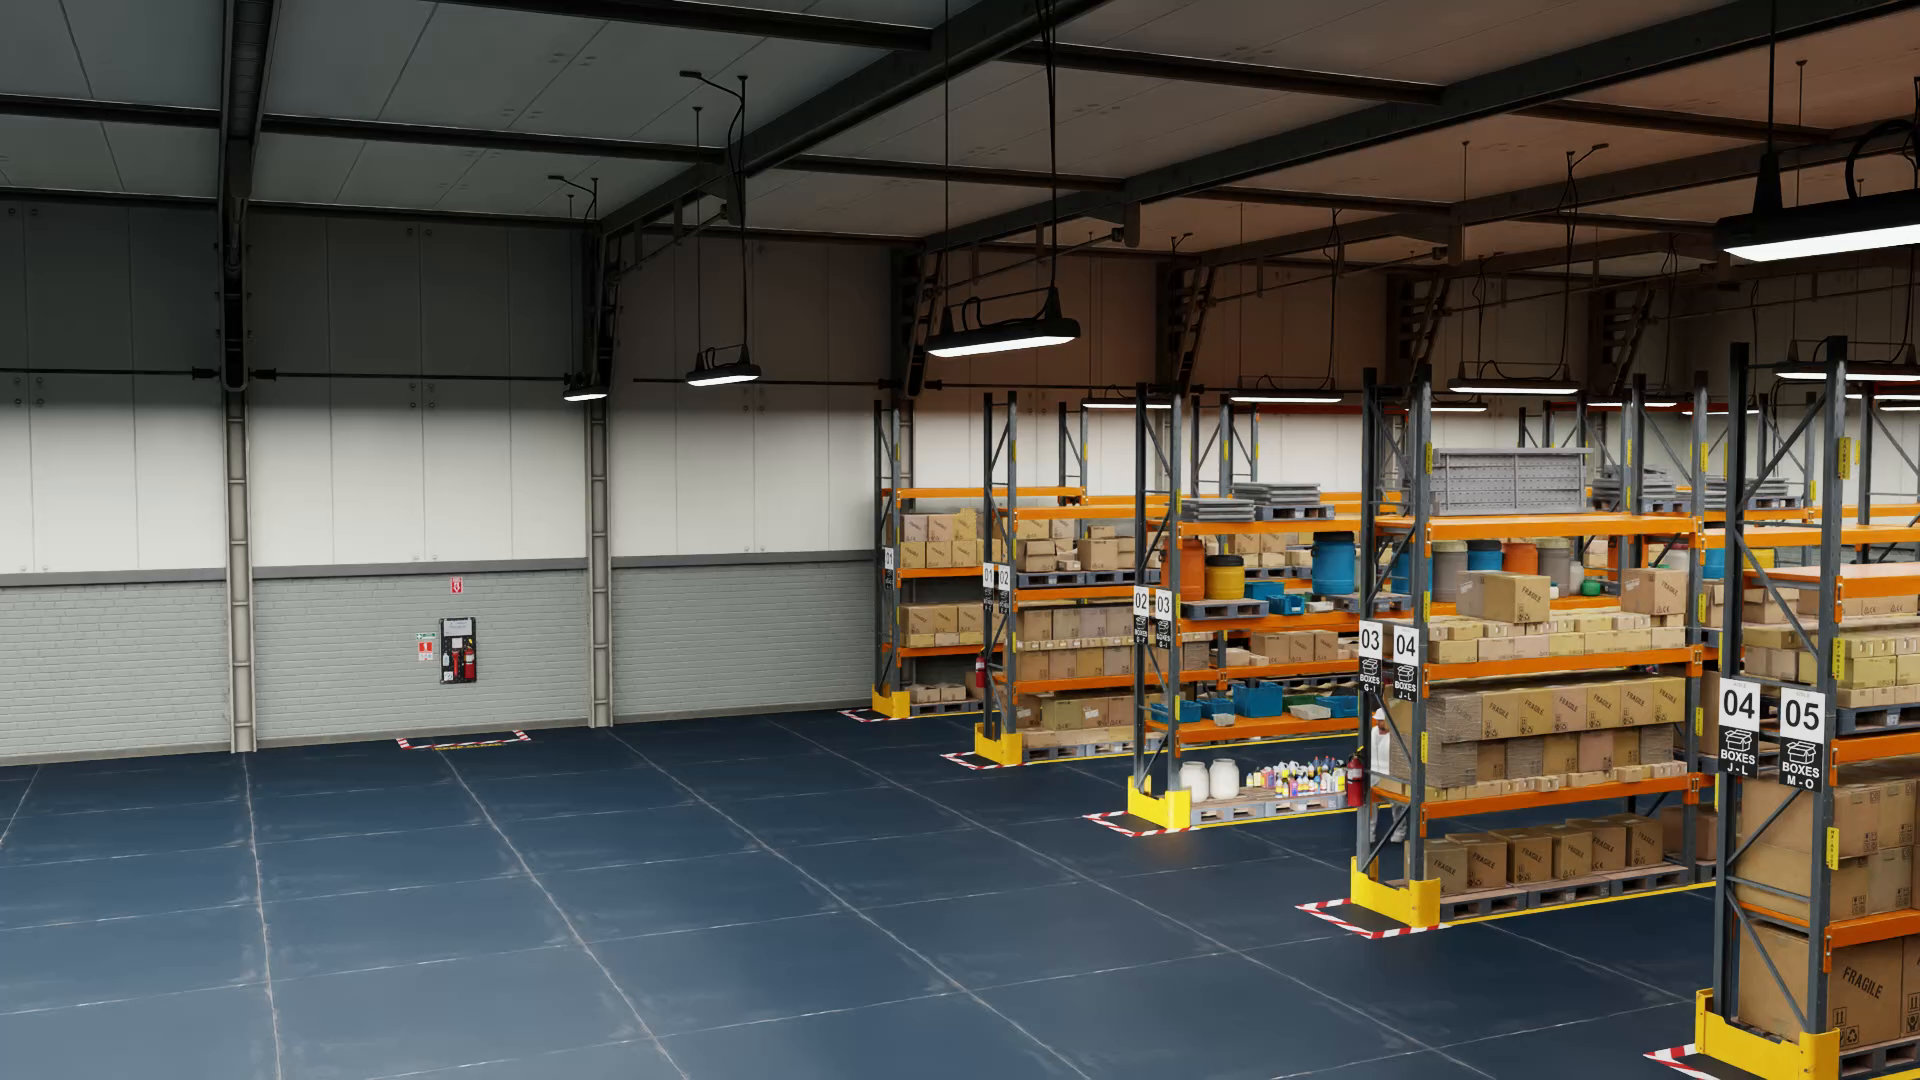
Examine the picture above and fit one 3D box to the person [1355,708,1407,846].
[{"bbox_3d":[5.443,3.032,21.368,0.712,1.788,0.614,-2,4,-36],"label":"person"}]
